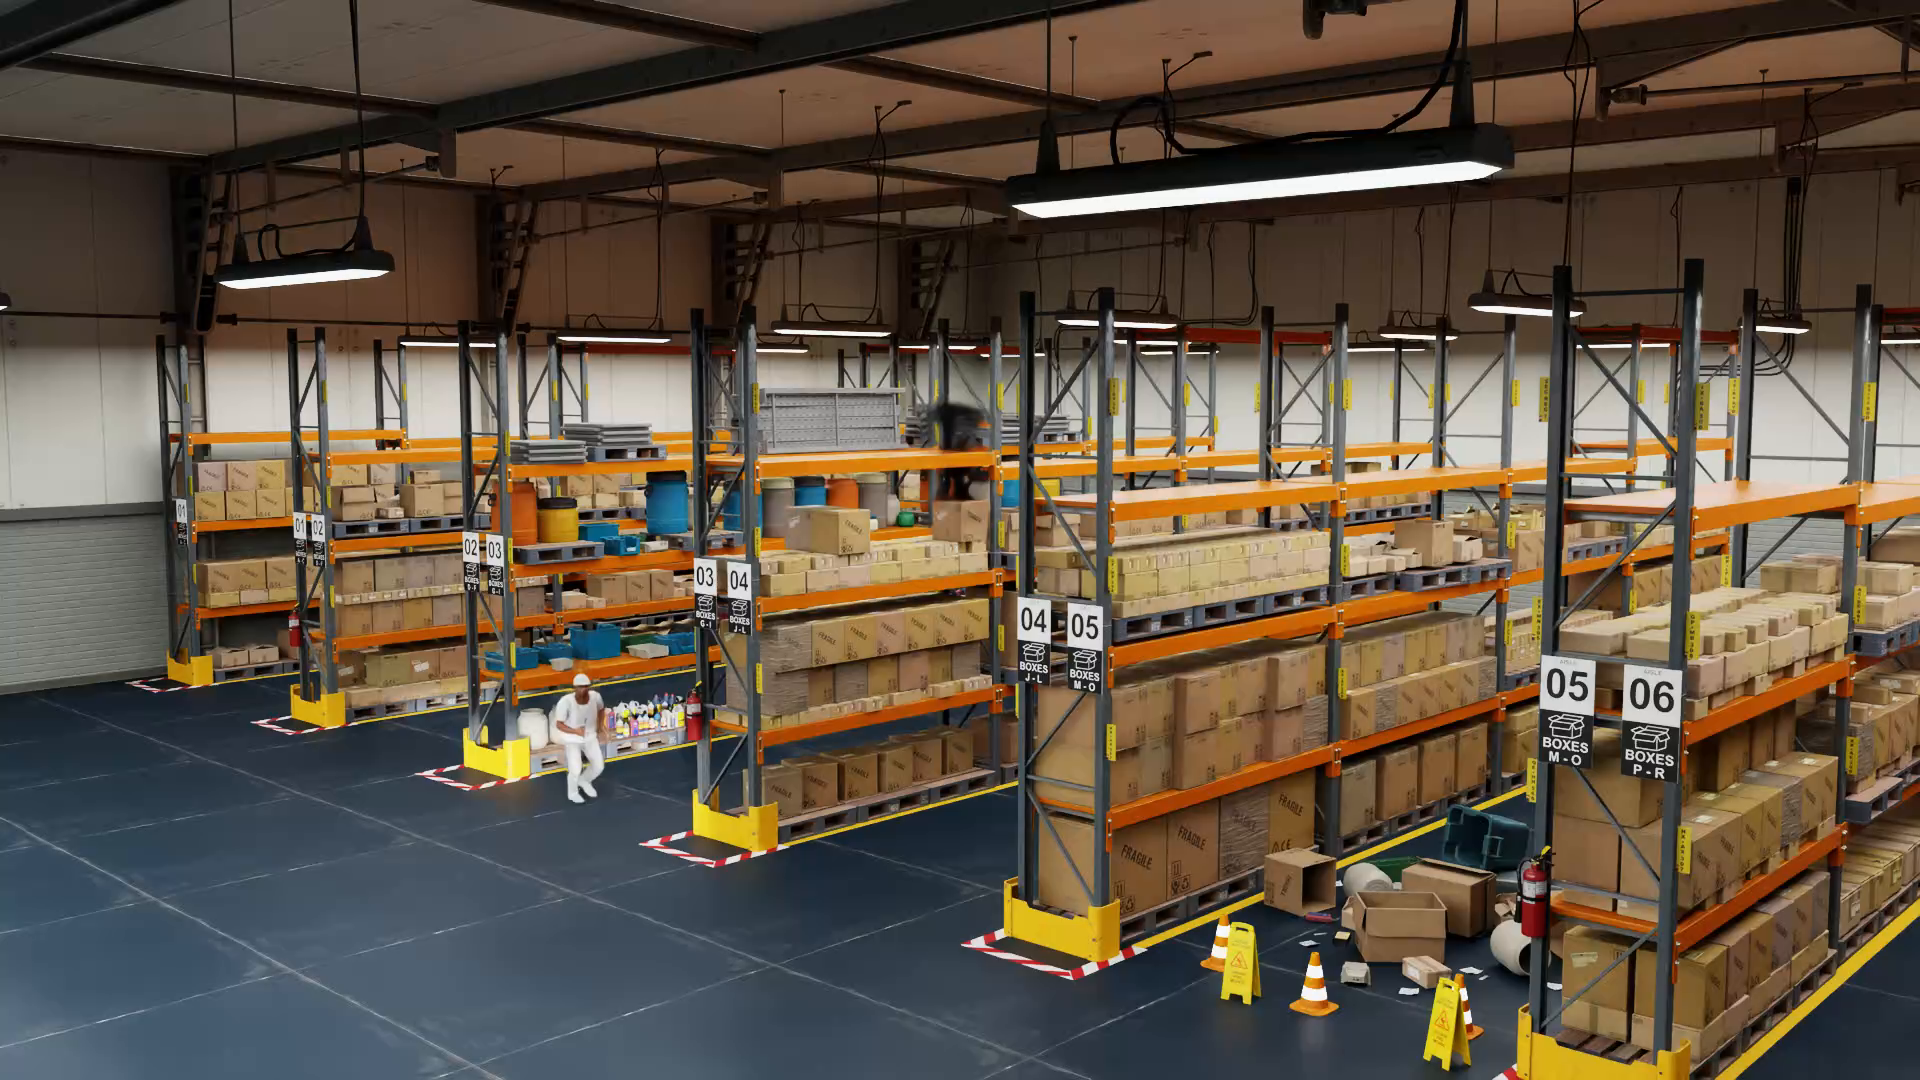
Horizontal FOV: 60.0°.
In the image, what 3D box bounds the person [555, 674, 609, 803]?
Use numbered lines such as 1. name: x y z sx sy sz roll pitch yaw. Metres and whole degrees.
1. person: -4.613 2.435 20.348 0.718 1.659 0.809 -3 6 -32
